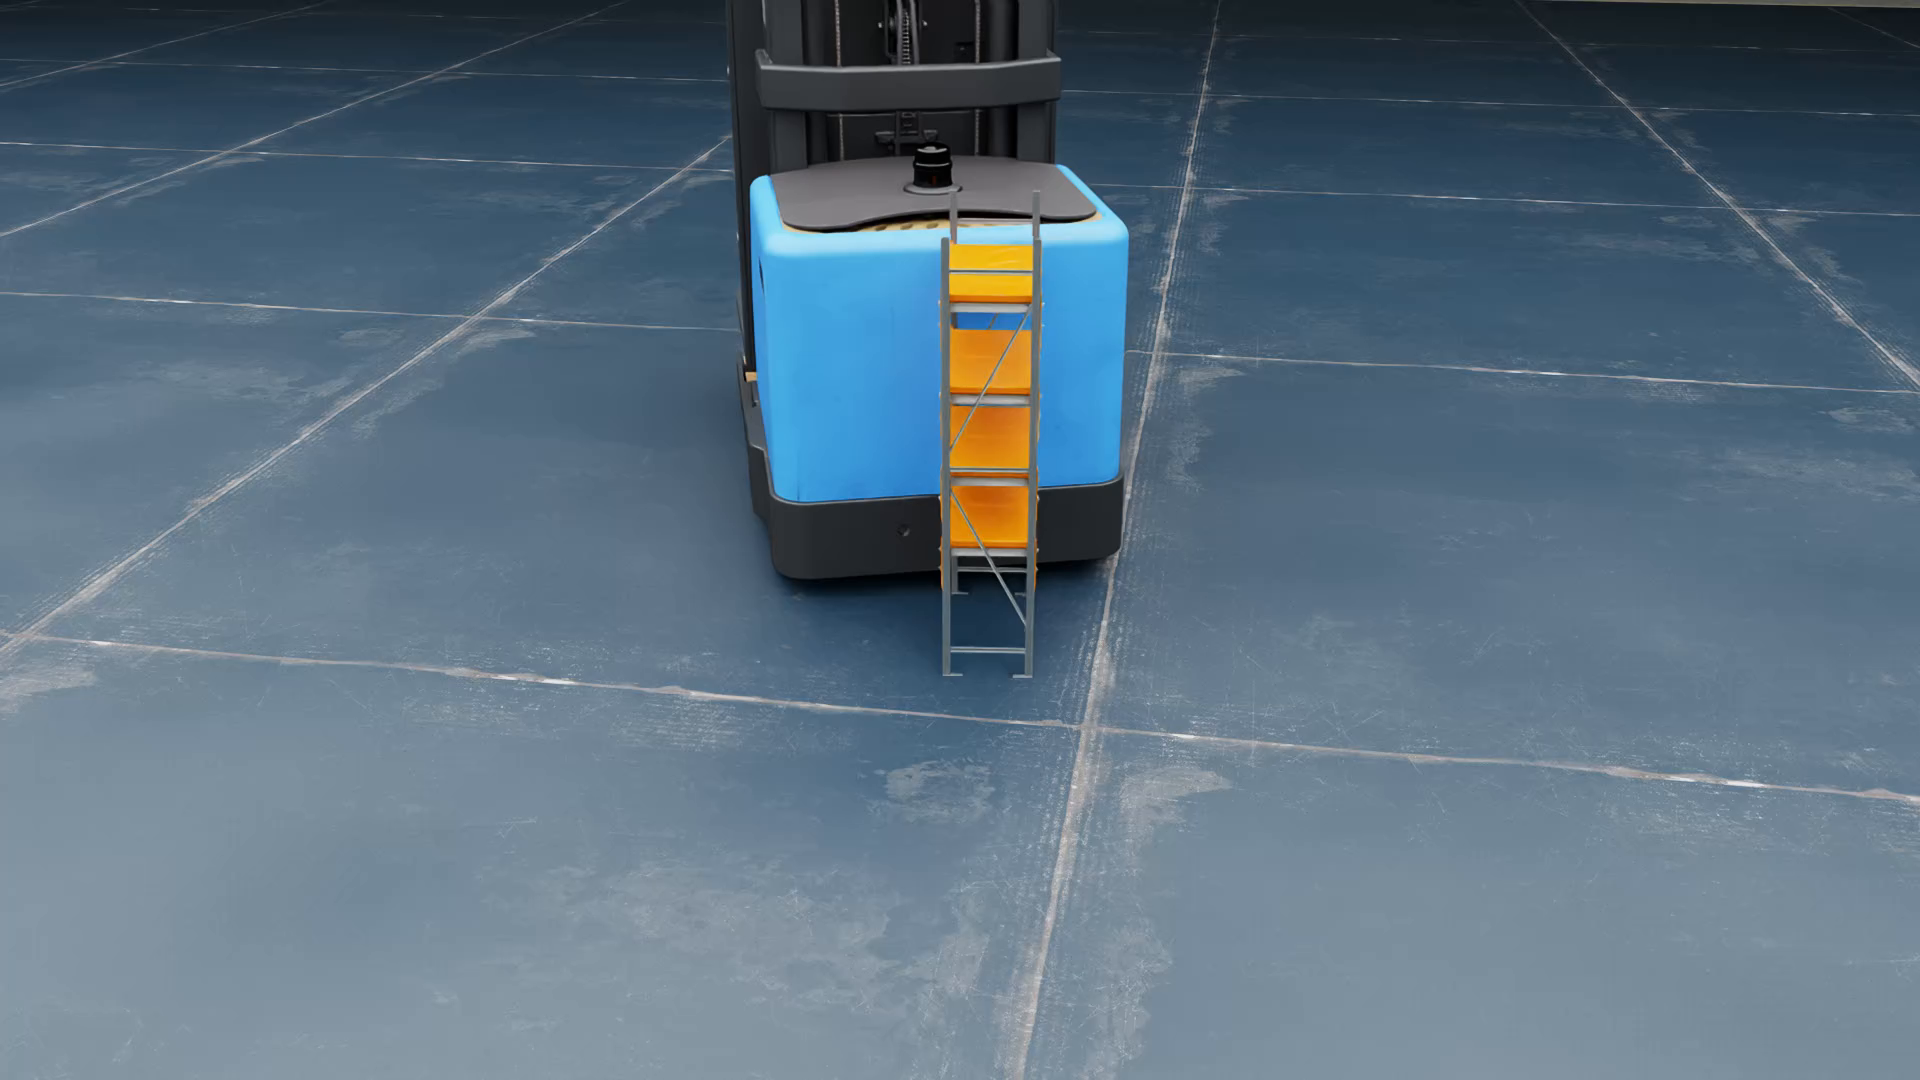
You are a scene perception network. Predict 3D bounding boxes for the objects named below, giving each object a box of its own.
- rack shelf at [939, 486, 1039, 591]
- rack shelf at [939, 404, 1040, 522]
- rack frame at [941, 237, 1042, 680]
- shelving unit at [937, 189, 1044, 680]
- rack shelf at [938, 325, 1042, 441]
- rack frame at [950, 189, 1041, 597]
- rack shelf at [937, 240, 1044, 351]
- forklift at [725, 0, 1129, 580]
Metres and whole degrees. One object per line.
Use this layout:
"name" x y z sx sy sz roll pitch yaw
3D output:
"rack shelf" 0.083 -0.037 4.541 0.258 0.148 0.480 1 25 2
"rack shelf" 0.083 -0.217 4.457 0.258 0.148 0.480 1 25 2
"rack frame" 0.074 -0.174 4.207 0.240 1.200 0.015 1 25 2
"shelving unit" 0.083 -0.278 4.428 0.258 1.200 0.503 1 25 2
"rack shelf" 0.083 -0.419 4.362 0.258 0.148 0.480 1 25 2
"rack frame" 0.093 -0.381 4.649 0.240 1.200 0.015 1 25 2
"rack shelf" 0.083 -0.634 4.262 0.258 0.148 0.480 1 25 2
"forklift" -0.260 -1.809 5.657 1.130 2.935 3.031 -4 25 -8
